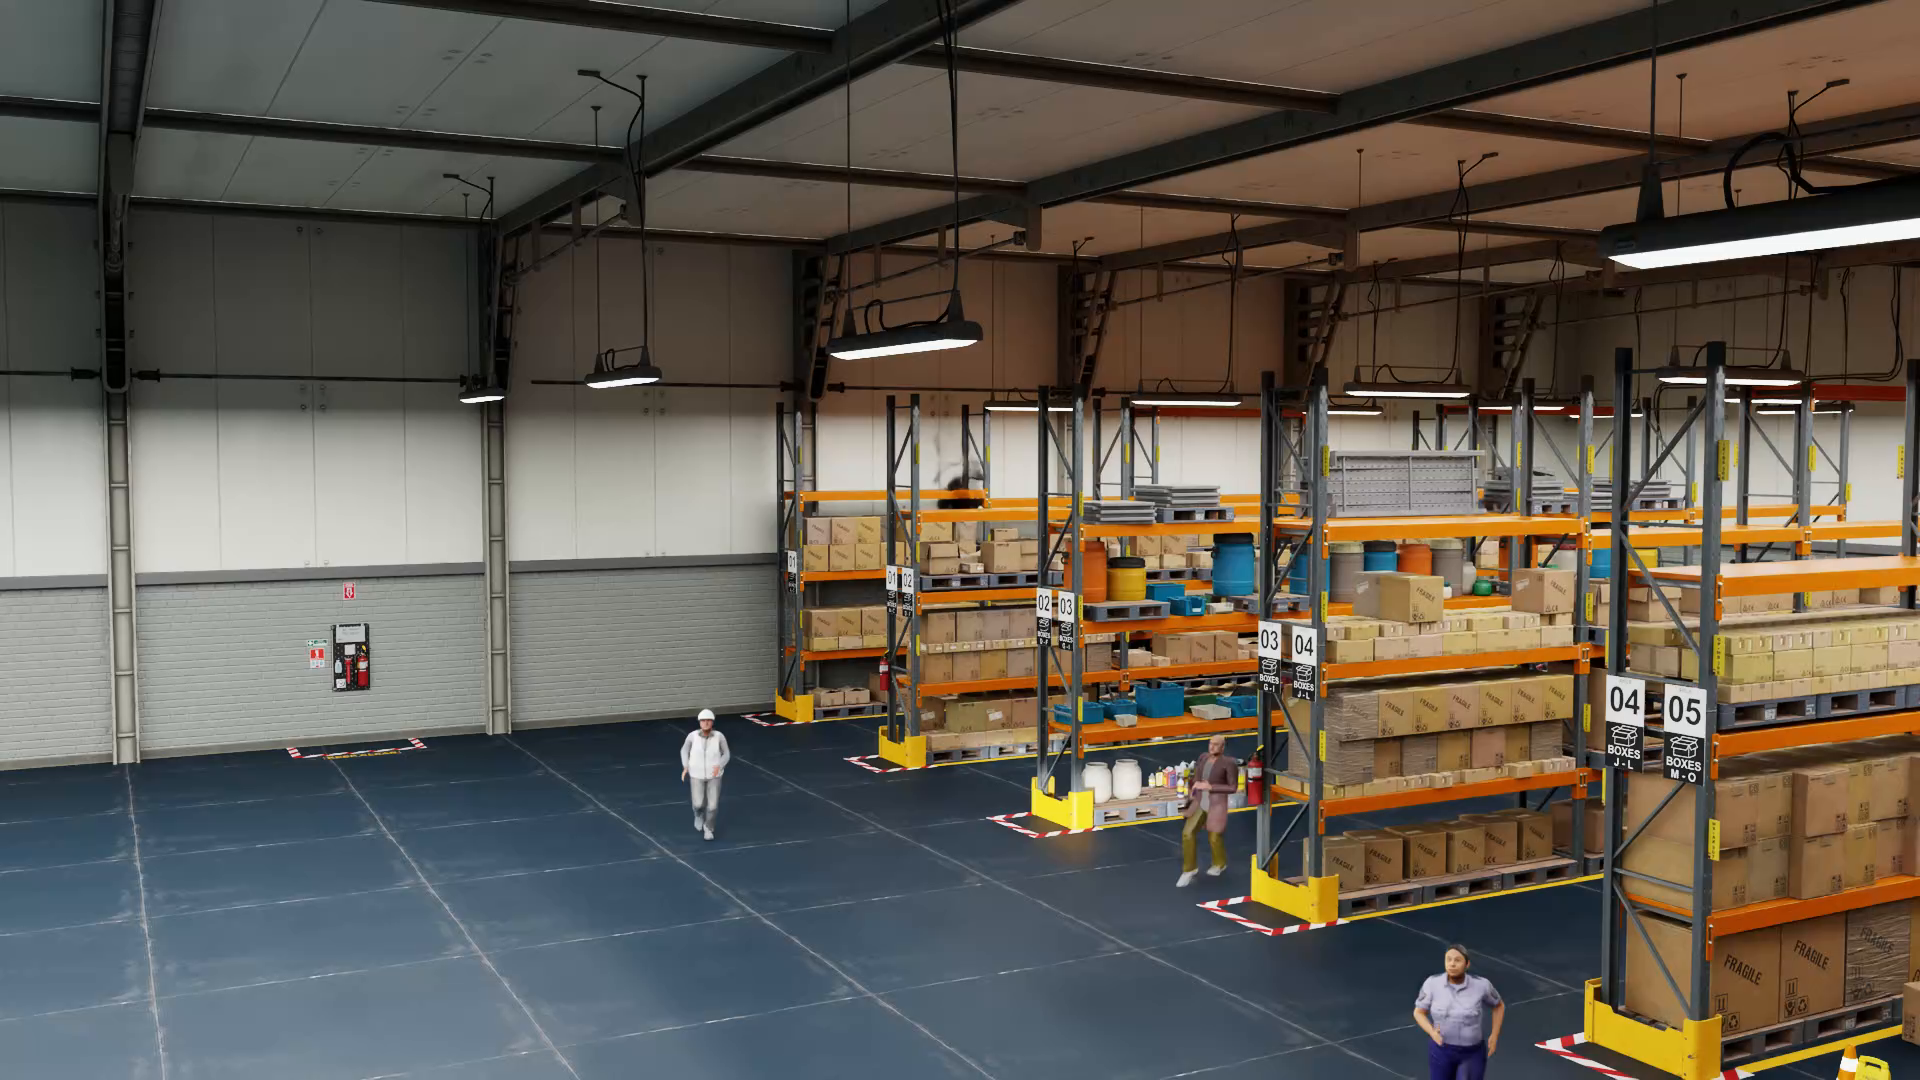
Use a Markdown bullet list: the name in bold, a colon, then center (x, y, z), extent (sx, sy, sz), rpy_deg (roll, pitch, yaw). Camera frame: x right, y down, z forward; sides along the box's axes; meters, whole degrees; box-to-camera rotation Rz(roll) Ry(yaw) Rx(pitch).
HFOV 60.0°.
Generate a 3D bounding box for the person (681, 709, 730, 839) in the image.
- **person**: center (-3.329, 3.073, 21.737), extent (0.646, 1.723, 0.609), rpy_deg (0, 3, -7)

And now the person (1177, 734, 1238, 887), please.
- **person**: center (3.004, 3.186, 19.620), extent (0.703, 1.818, 0.795), rpy_deg (2, 4, 37)

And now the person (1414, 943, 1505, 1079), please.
- **person**: center (3.556, 3.681, 11.869), extent (0.615, 1.656, 0.914), rpy_deg (1, 3, 22)
